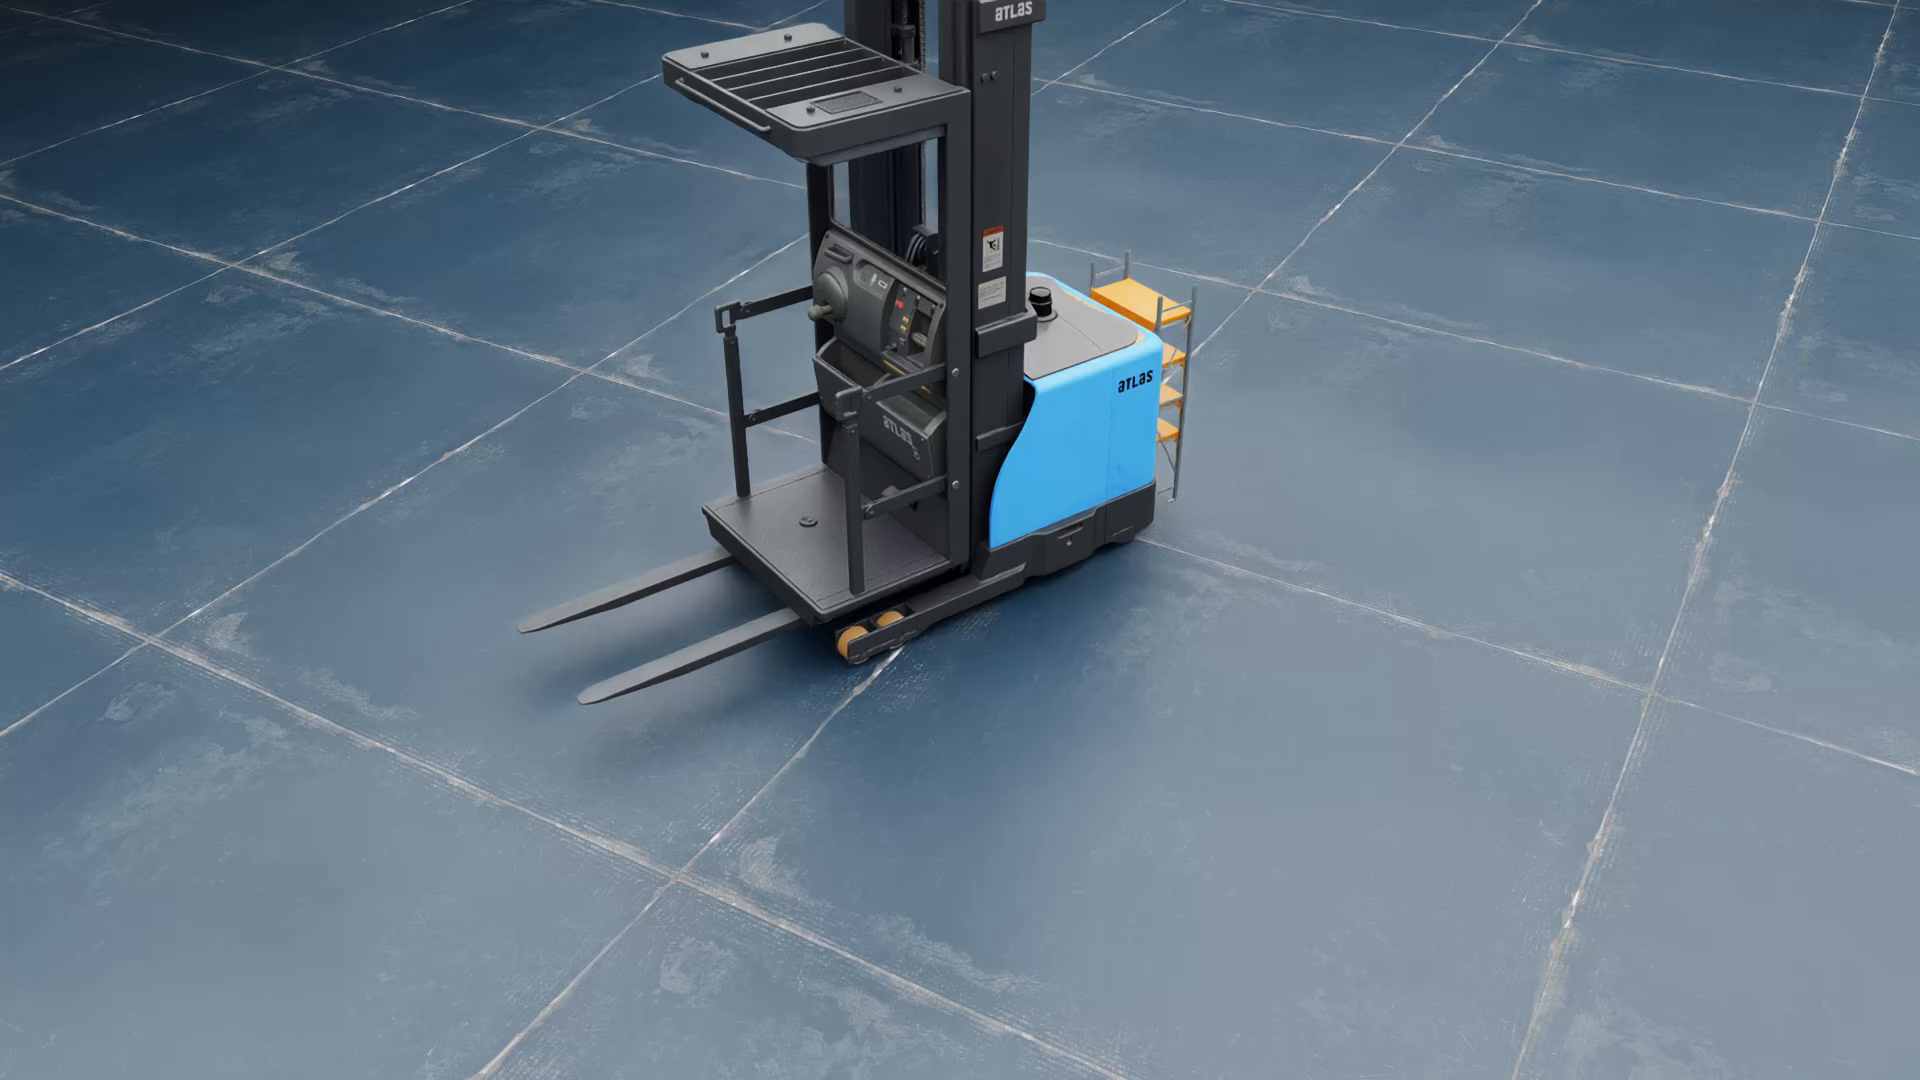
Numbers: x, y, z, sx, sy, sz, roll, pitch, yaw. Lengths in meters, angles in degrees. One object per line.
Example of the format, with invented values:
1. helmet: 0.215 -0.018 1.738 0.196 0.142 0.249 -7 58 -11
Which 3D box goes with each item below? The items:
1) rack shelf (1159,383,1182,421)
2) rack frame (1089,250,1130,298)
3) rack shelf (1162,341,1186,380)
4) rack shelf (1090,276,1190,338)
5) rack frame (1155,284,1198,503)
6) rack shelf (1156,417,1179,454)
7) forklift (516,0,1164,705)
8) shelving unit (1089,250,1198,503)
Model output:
1. rack shelf: 0.878 -0.728 8.378 0.258 0.148 0.480 -21 39 -30
2. rack frame: 0.736 -0.894 8.506 0.240 1.200 0.015 -21 39 -30
3. rack shelf: 0.881 -0.915 8.256 0.258 0.148 0.480 -21 39 -30
4. rack shelf: 0.884 -1.113 8.127 0.258 0.148 0.480 -21 39 -30
5. rack frame: 1.023 -0.675 8.177 0.240 1.200 0.015 -21 39 -30
6. rack shelf: 0.876 -0.562 8.487 0.258 0.148 0.480 -21 39 -30
7. forklift: -0.526 -1.001 7.108 3.031 2.935 1.130 -22 39 -29
8. shelving unit: 0.879 -0.784 8.342 0.258 1.200 0.503 -21 39 -30
